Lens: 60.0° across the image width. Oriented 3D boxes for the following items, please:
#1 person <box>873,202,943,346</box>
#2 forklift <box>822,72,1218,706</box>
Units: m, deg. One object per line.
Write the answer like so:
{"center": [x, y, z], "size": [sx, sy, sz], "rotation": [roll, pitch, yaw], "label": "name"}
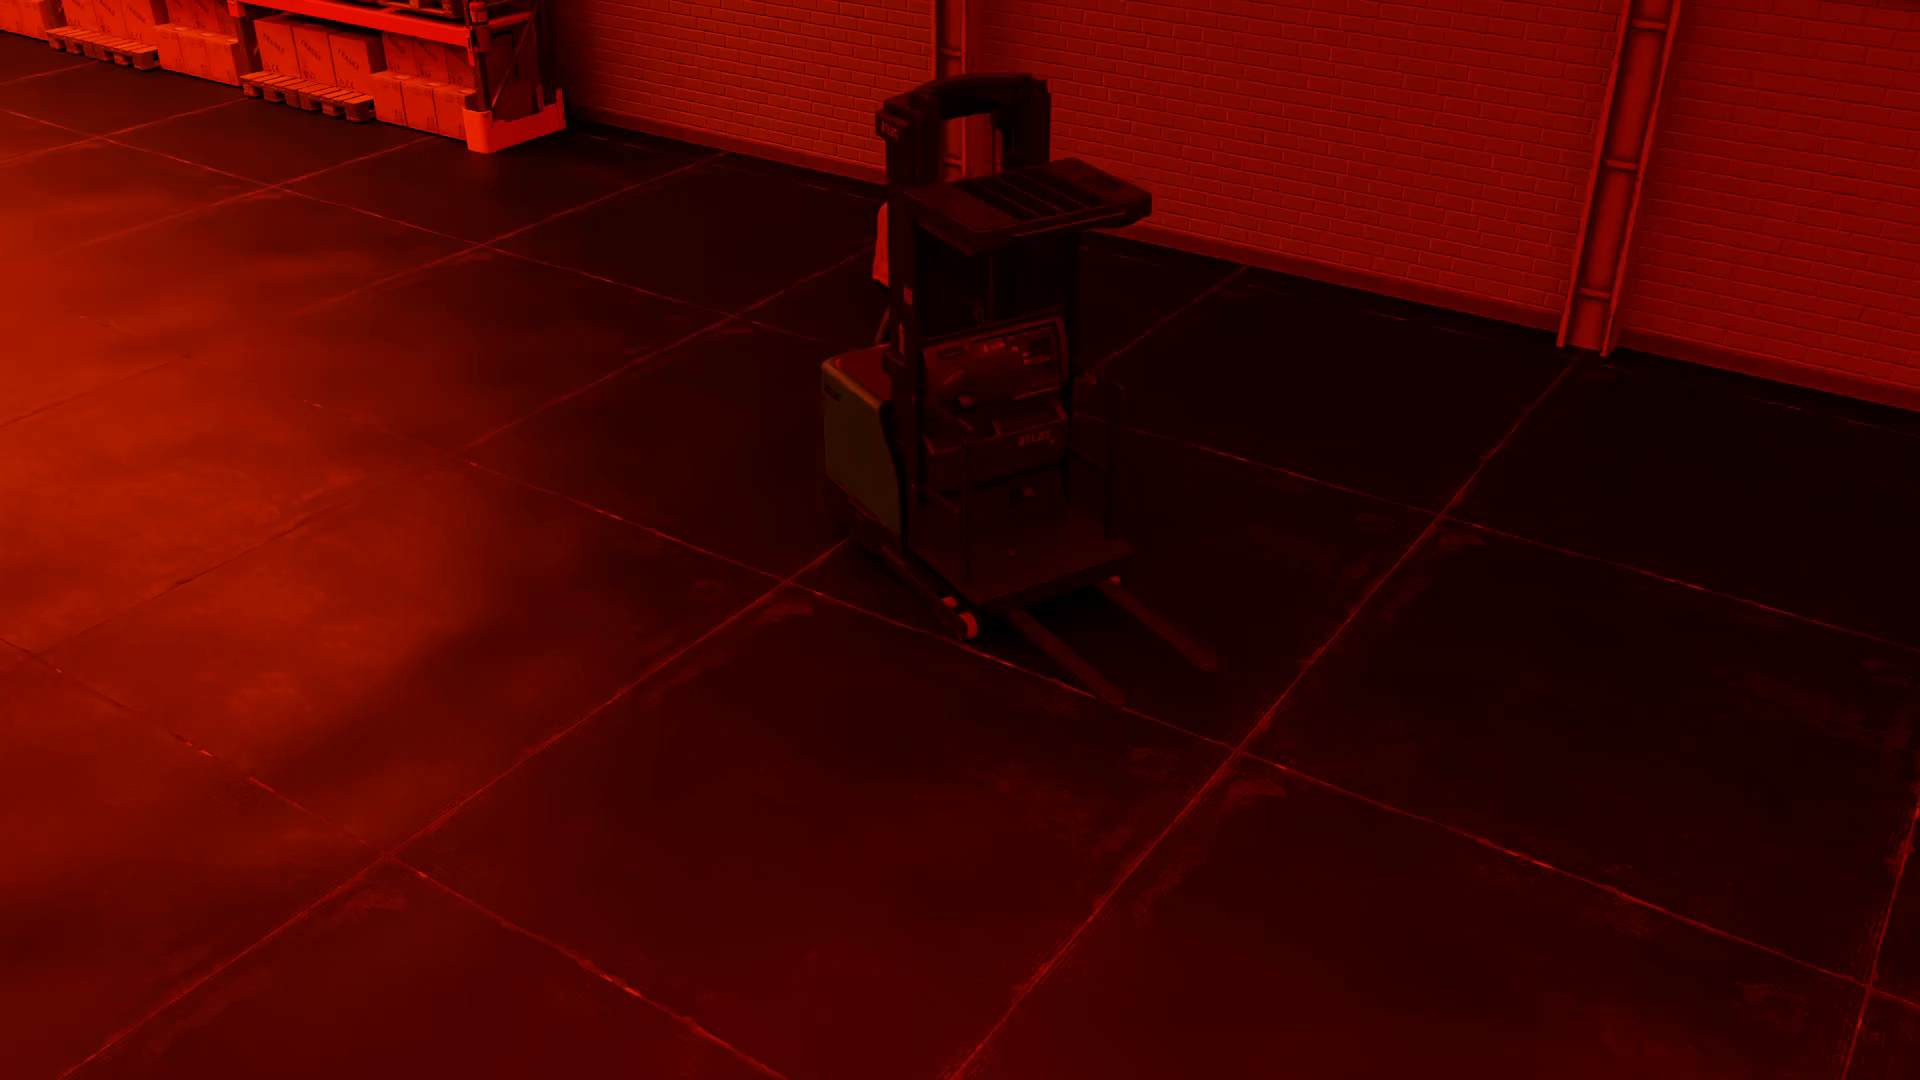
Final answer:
{"center": [-0.341, -2.032, 12.551], "size": [0.770, 1.474, 0.745], "rotation": [-23, 37, -34], "label": "person"}
{"center": [0.317, -0.956, 9.228], "size": [1.130, 2.935, 3.031], "rotation": [-17, 34, -26], "label": "forklift"}
